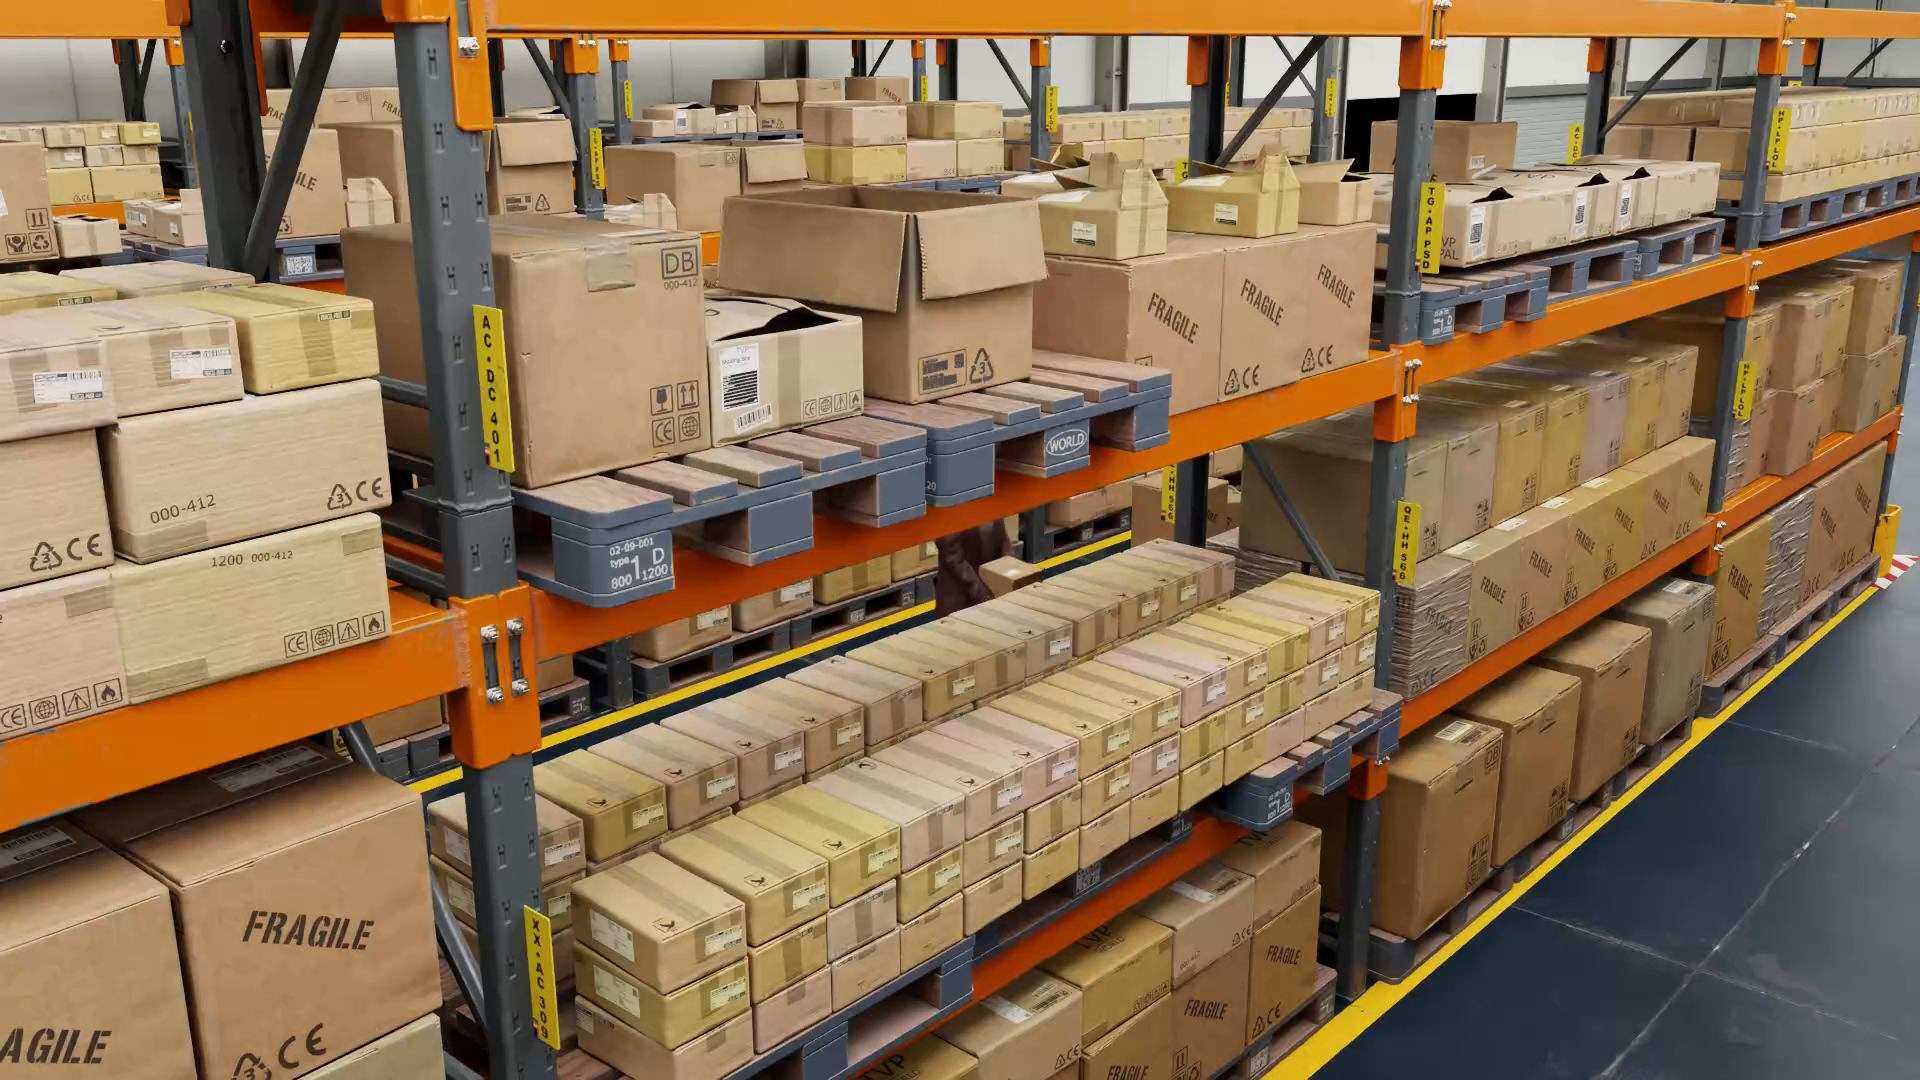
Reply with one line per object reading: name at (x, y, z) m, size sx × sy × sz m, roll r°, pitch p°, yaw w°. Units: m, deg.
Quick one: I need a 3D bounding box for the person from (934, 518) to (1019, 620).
person at (0.140, 0.389, 9.274) m, size 0.551 × 1.778 × 0.524 m, roll 14°, pitch 22°, yaw 40°
